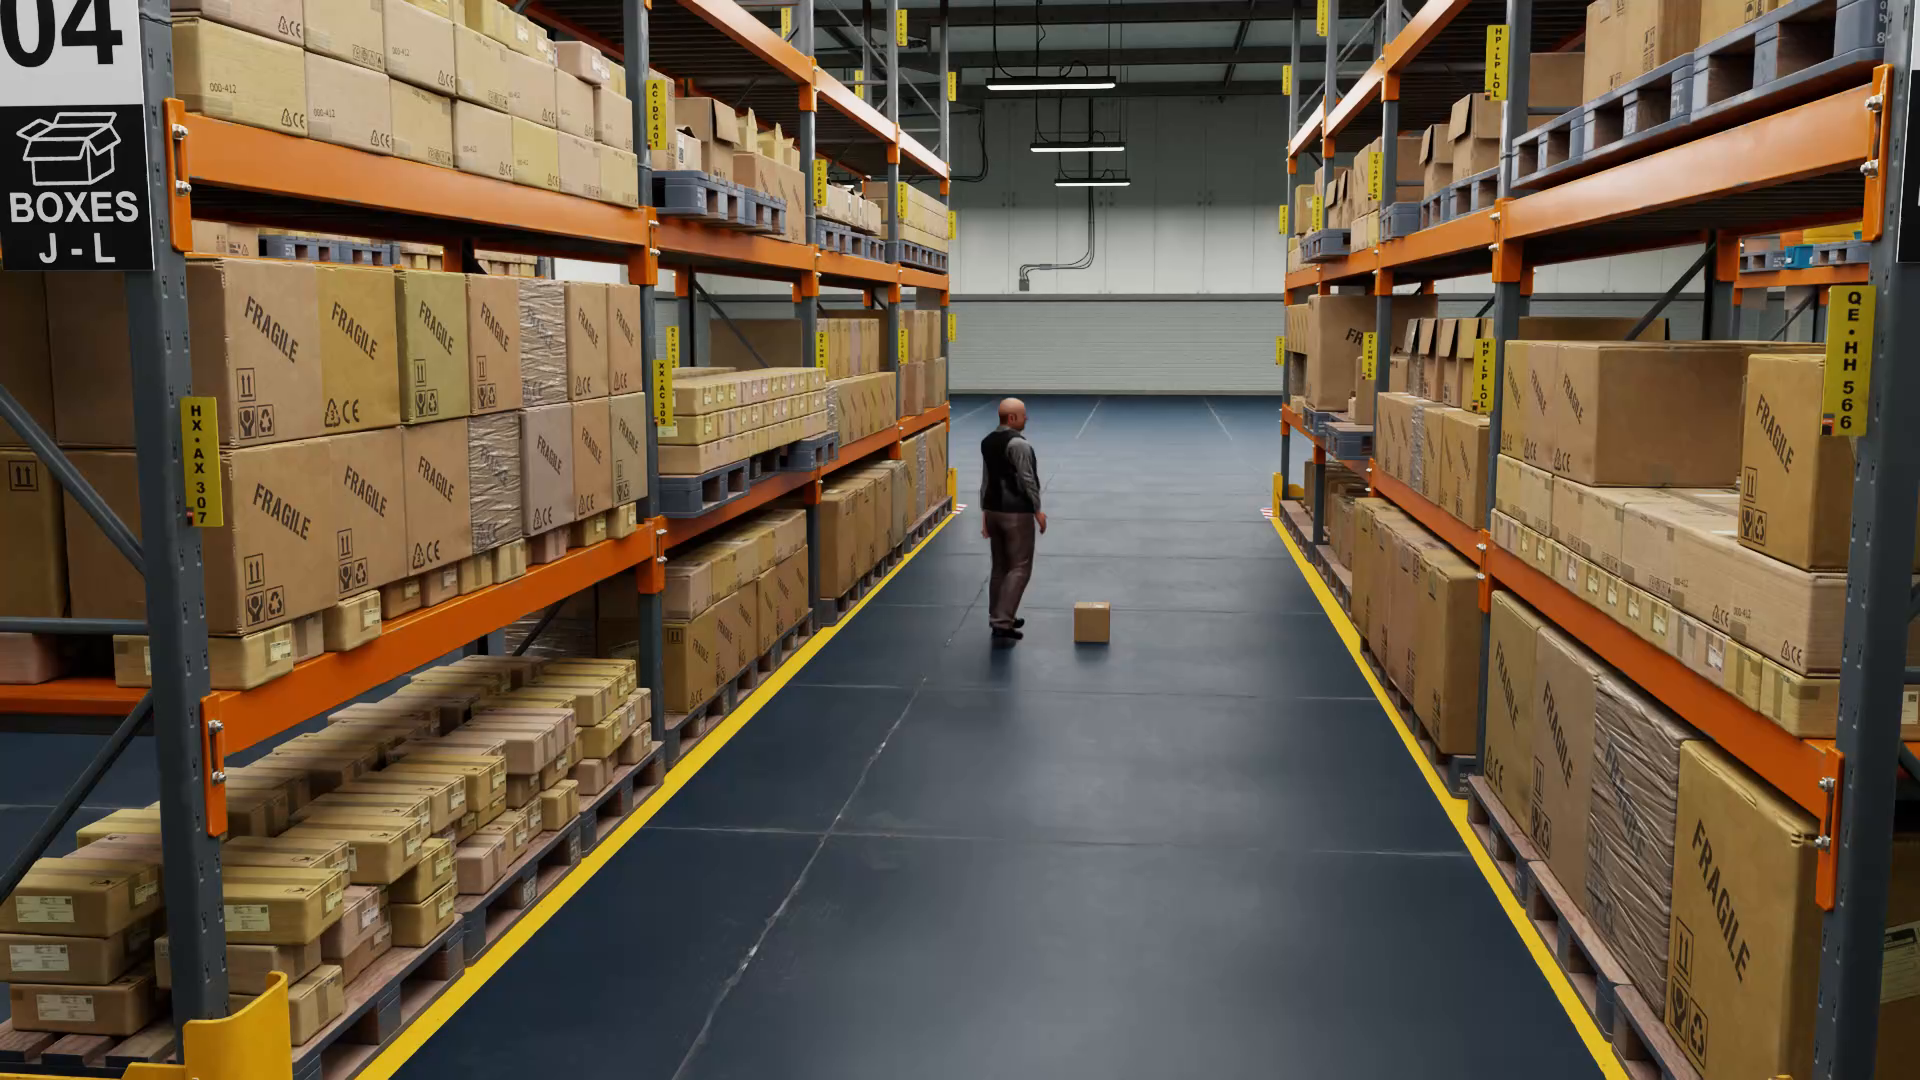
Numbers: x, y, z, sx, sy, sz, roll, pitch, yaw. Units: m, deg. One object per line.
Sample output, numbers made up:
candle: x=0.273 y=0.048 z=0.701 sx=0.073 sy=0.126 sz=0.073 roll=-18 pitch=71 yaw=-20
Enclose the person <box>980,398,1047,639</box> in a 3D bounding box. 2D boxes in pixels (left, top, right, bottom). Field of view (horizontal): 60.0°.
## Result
person: x=0.356 y=-0.160 z=11.926 sx=0.532 sy=1.721 sz=0.537 roll=-4 pitch=9 yaw=-30
